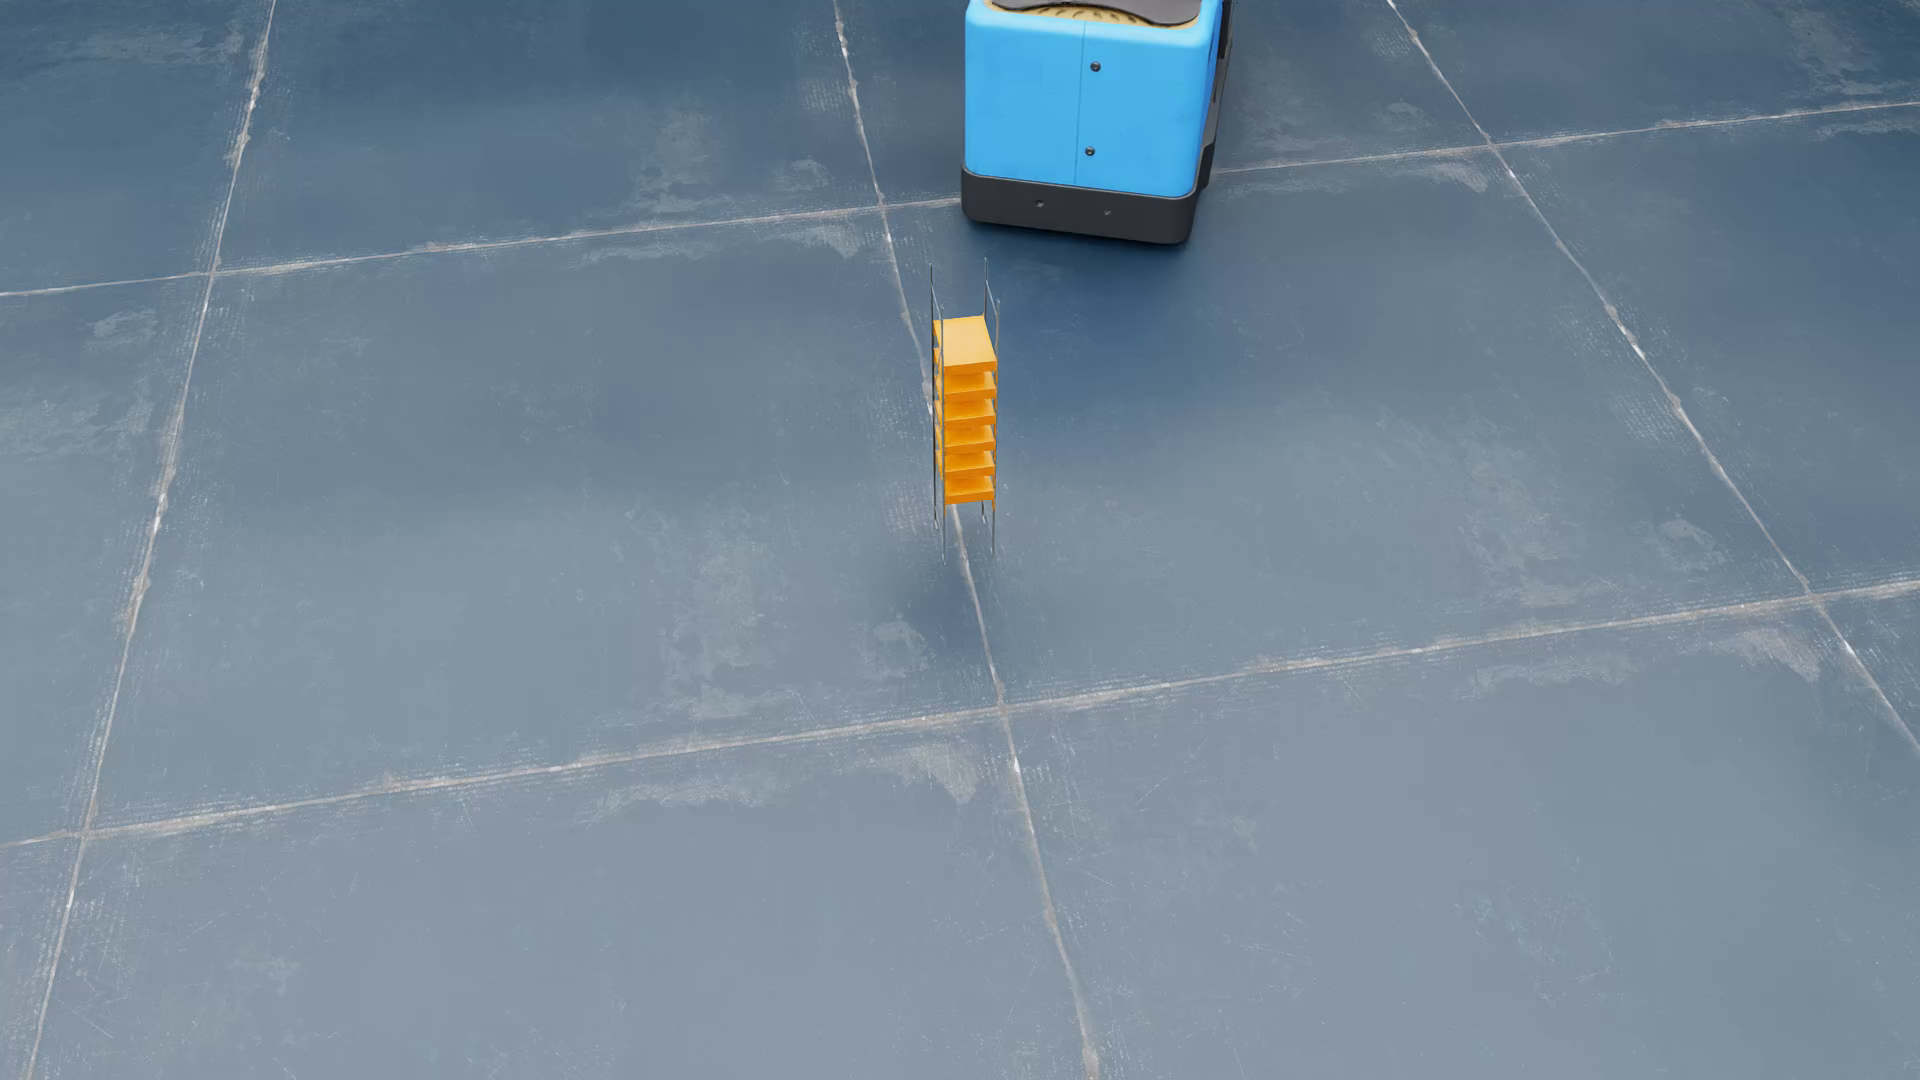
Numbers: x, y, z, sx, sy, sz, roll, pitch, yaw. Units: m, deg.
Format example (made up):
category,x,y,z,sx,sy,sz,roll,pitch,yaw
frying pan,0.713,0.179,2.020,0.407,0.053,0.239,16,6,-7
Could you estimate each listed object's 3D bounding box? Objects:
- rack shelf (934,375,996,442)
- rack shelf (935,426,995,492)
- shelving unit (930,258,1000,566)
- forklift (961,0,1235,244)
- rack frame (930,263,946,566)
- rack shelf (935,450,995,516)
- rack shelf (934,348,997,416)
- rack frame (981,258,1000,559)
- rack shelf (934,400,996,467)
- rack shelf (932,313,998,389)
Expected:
category,x,y,z,sx,sy,sz,roll,pitch,yaw
rack shelf,0.014,-0.471,5.765,0.180,0.103,0.258,-7,46,-7
rack shelf,0.014,-0.304,5.938,0.180,0.103,0.258,-7,46,-7
shelving unit,0.014,-0.418,5.820,0.189,1.200,0.258,-7,46,-7
forklift,0.809,-3.417,7.507,1.130,2.935,3.031,8,47,8
rack frame,-0.076,-0.407,5.809,0.006,1.200,0.240,-7,46,-7
rack shelf,0.014,-0.221,6.024,0.180,0.103,0.258,-7,46,-7
rack shelf,0.014,-0.554,5.679,0.180,0.103,0.258,-7,46,-7
rack frame,0.104,-0.429,5.830,0.006,1.200,0.240,-7,46,-7
rack shelf,0.014,-0.387,5.852,0.180,0.103,0.258,-7,46,-7
rack shelf,0.014,-0.637,5.592,0.180,0.103,0.258,-7,46,-7
